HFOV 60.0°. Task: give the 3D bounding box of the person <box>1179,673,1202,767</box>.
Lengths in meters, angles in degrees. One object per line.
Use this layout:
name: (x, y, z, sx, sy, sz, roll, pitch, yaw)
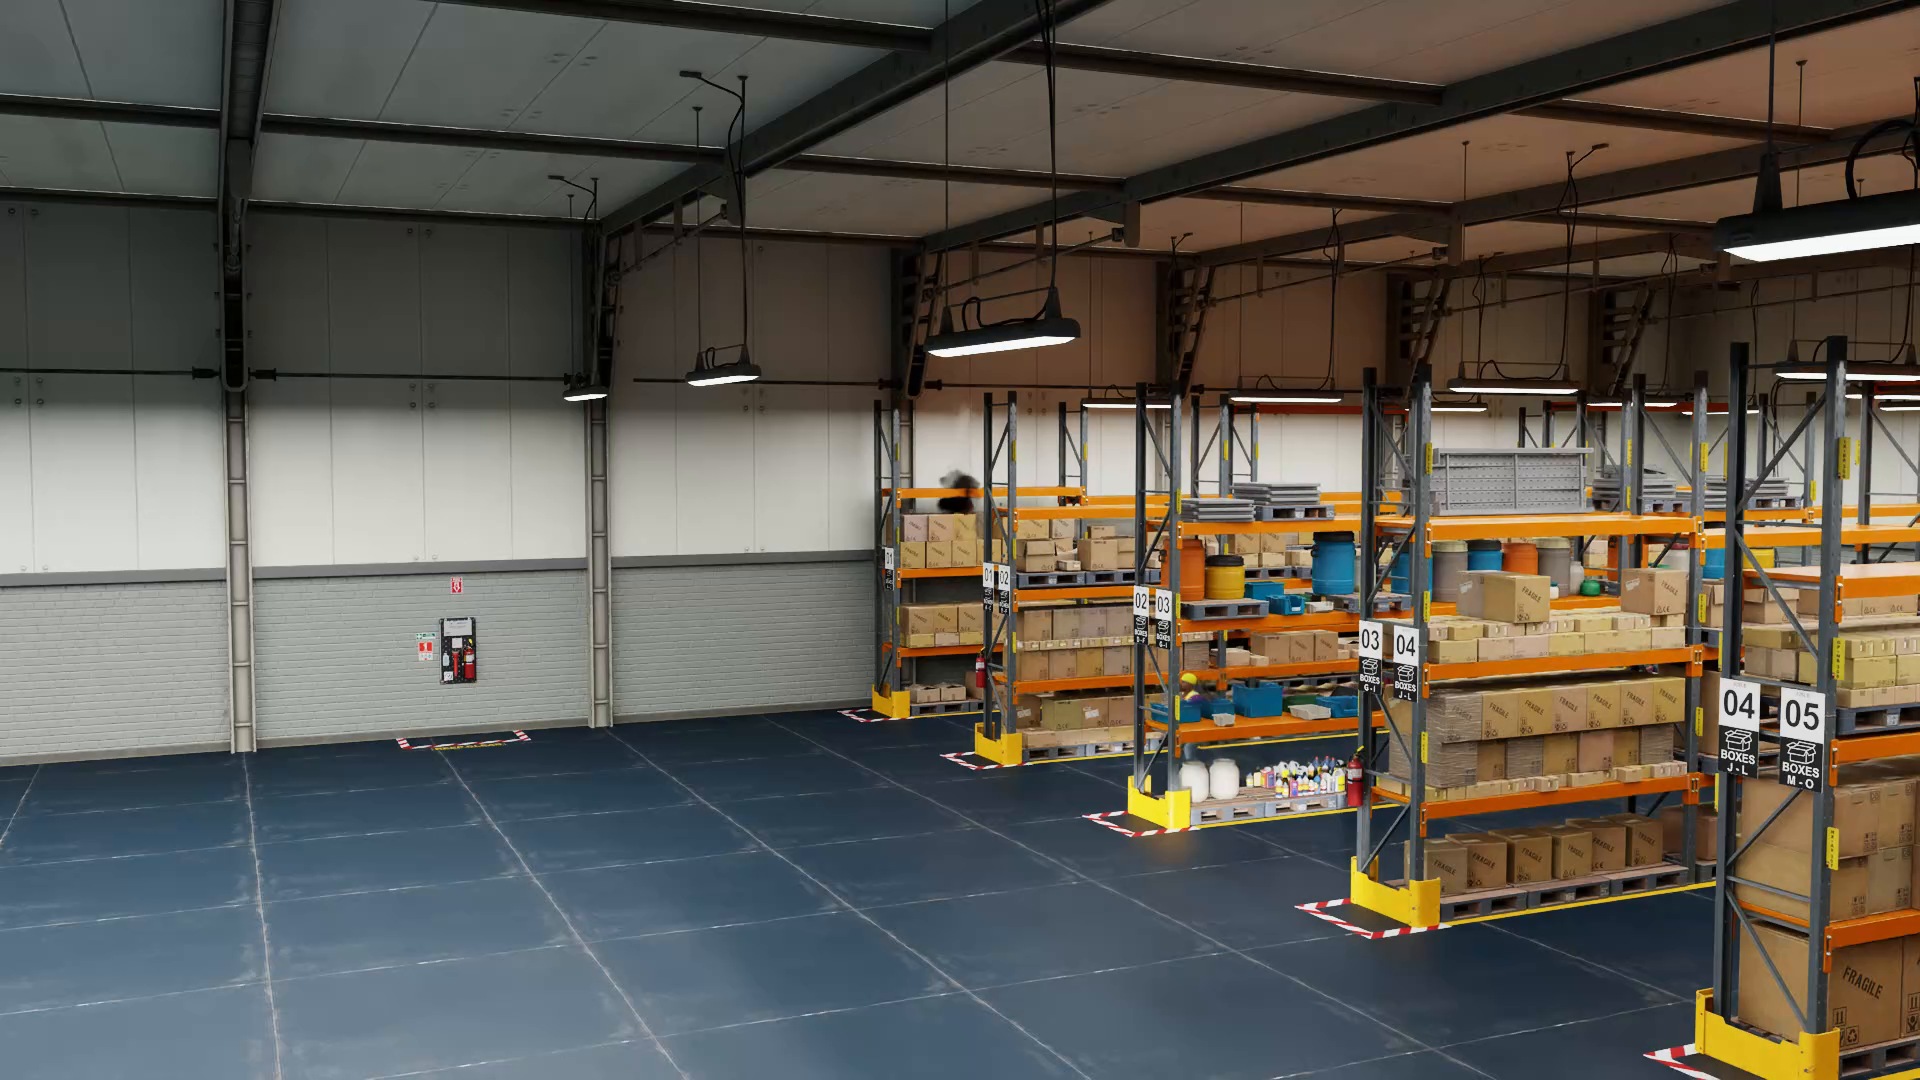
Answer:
person: (3.373, 2.845, 24.793, 0.617, 1.728, 0.675, -1, 4, -20)
